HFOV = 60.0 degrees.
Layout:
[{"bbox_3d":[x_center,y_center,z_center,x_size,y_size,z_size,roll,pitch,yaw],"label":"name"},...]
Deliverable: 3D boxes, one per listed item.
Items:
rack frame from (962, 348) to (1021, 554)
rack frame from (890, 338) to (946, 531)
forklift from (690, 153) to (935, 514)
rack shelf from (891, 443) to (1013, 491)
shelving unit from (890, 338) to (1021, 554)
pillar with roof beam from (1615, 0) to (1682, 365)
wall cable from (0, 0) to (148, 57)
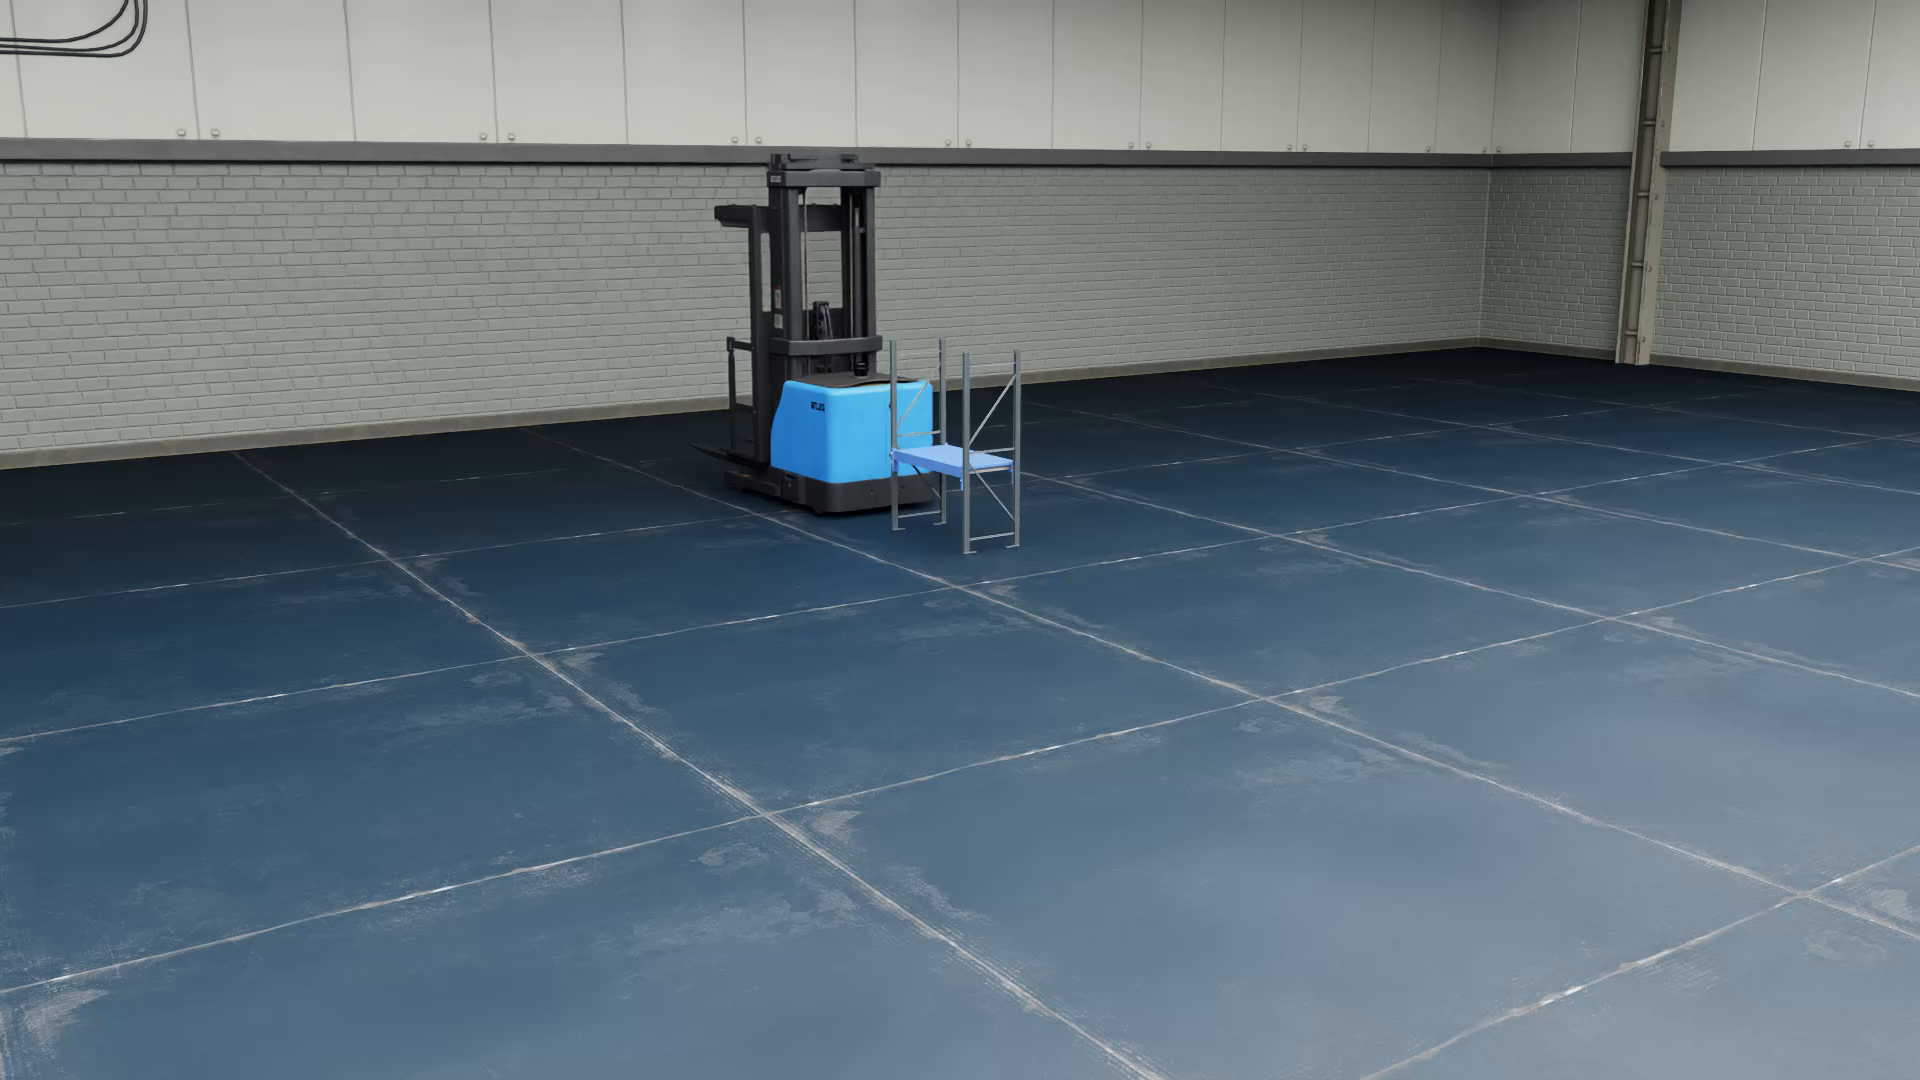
[{"bbox_3d":[0.234,-0.657,12.357,0.500,1.500,0.032,-8,15,-33],"label":"rack frame"},{"bbox_3d":[-0.329,-0.838,13.184,0.500,1.500,0.032,-8,15,-33],"label":"rack frame"},{"bbox_3d":[-1.465,-1.907,14.722,1.130,2.935,3.031,-8,15,-34],"label":"forklift"},{"bbox_3d":[-0.047,-0.572,12.809,0.538,0.185,1.000,-8,15,-33],"label":"rack shelf"},{"bbox_3d":[-0.047,-0.748,12.771,0.538,1.500,1.048,-8,15,-33],"label":"shelving unit"},{"bbox_3d":[6.537,-6.547,21.735,9.100,9.000,0.400,-8,15,-33],"label":"pillar with roof beam"},{"bbox_3d":[-8.722,-6.791,14.889,2.305,6.003,0.169,-8,15,-33],"label":"wall cable"}]
